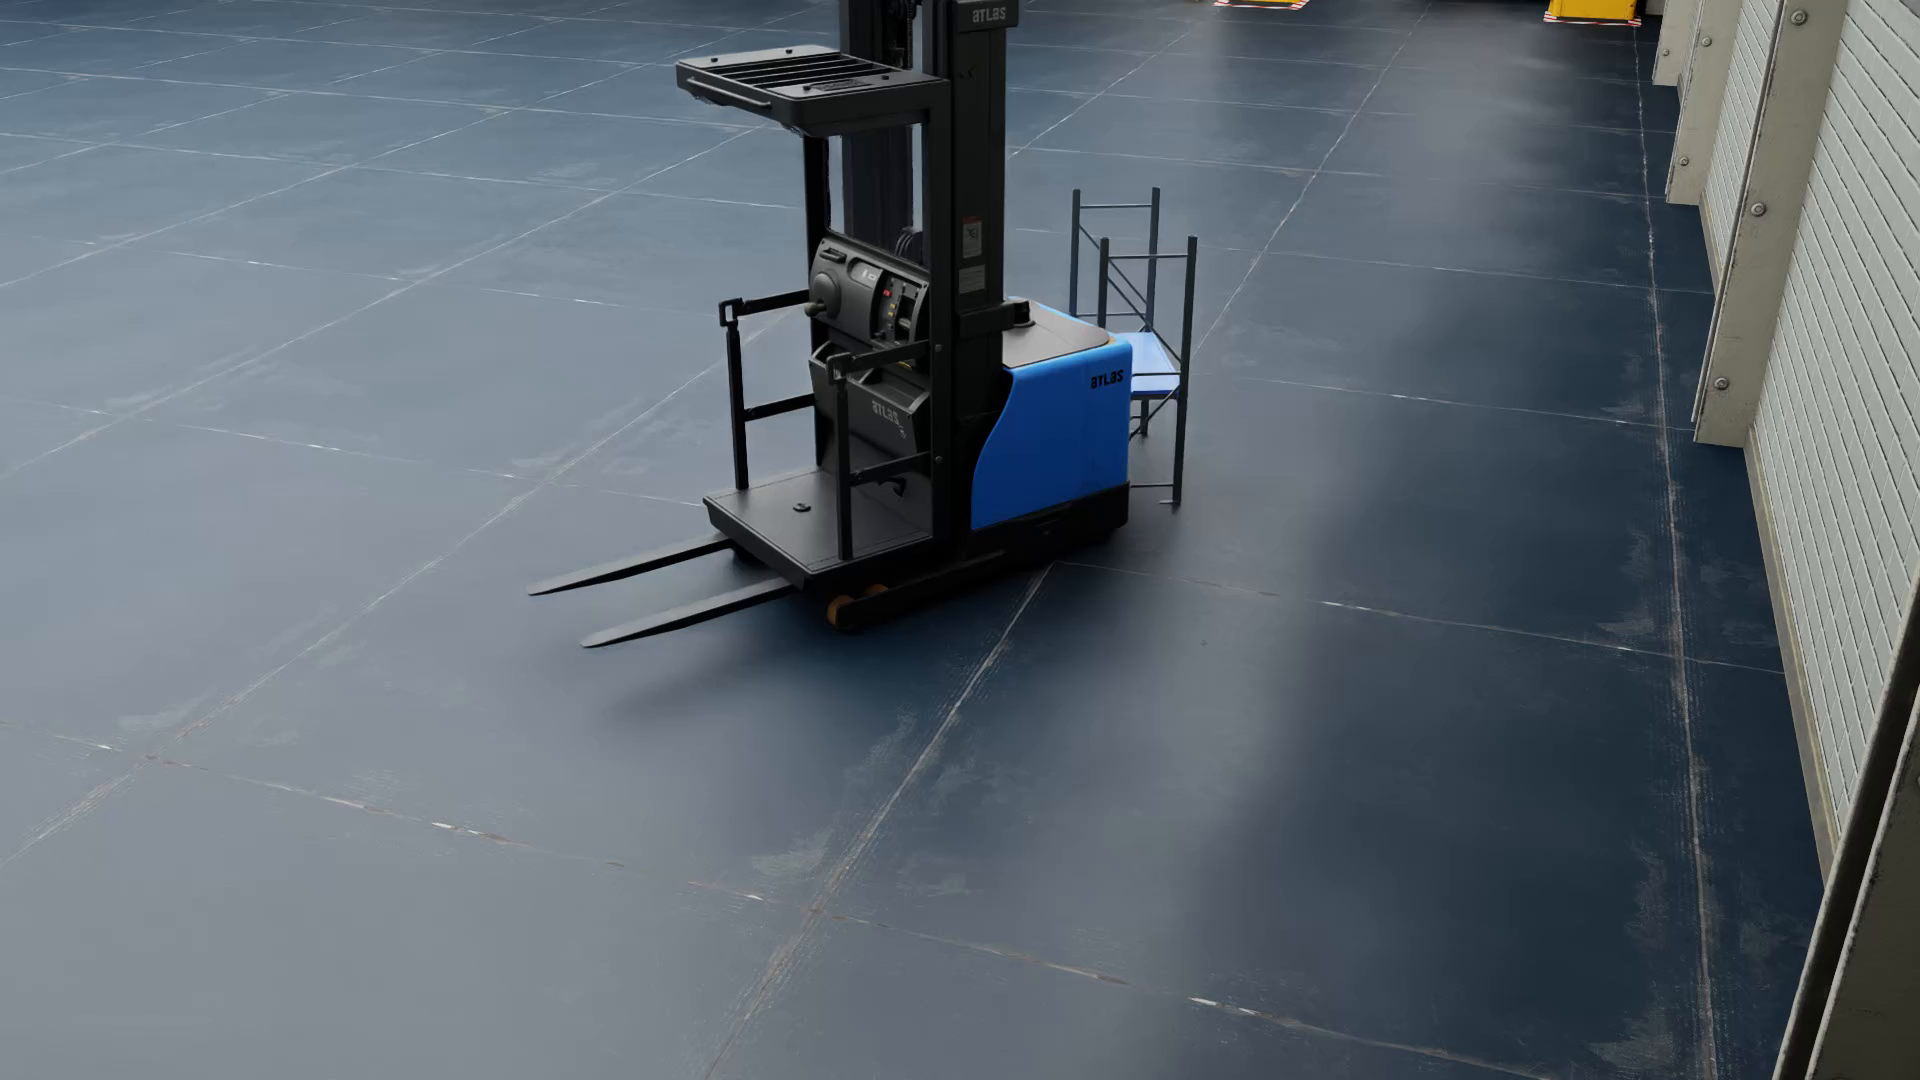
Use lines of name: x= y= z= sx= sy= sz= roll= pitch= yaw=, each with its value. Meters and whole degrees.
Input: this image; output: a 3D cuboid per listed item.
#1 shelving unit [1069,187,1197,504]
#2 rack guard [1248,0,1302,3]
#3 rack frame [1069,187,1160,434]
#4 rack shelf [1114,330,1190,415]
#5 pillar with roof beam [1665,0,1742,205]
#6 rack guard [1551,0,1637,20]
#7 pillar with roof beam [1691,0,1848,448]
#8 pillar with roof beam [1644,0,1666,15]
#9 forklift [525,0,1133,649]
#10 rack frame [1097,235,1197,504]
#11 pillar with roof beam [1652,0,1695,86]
shelving unit: x=0.926 y=-1.098 z=9.296 sx=0.538 sy=1.500 sz=1.048 roll=-2 pitch=26 yaw=-4
rack guard: x=4.862 y=-8.863 z=26.482 sx=1.175 sy=0.500 sz=0.348 roll=9 pitch=27 yaw=17
rack frame: x=0.886 y=-1.319 z=9.752 sx=0.500 sy=1.500 sz=0.032 roll=-2 pitch=26 yaw=-4
rack shelf: x=0.926 y=-0.936 z=9.375 sx=0.538 sy=0.185 sz=1.000 roll=-2 pitch=26 yaw=-4
pillar with roof beam: x=2.548 y=-7.787 z=14.507 sx=9.100 sy=9.000 sz=0.400 roll=9 pitch=27 yaw=17
rack guard: x=9.511 y=-8.104 z=24.914 sx=1.175 sy=0.500 sz=0.348 roll=9 pitch=27 yaw=17
pillar with roof beam: x=0.551 y=-5.322 z=9.415 sx=9.100 sy=9.000 sz=0.400 roll=9 pitch=27 yaw=17
pillar with roof beam: x=6.541 y=-12.719 z=24.692 sx=9.100 sy=9.000 sz=0.400 roll=9 pitch=27 yaw=17
forklift: x=-0.605 y=-1.151 z=7.763 sx=3.031 sy=2.935 sz=1.130 roll=-17 pitch=31 yaw=-32
rack frame: x=0.967 y=-0.877 z=8.840 sx=0.500 sy=1.500 sz=0.032 roll=-2 pitch=26 yaw=-4
pillar with roof beam: x=4.544 y=-10.253 z=19.600 sx=9.100 sy=9.000 sz=0.400 roll=9 pitch=27 yaw=17
